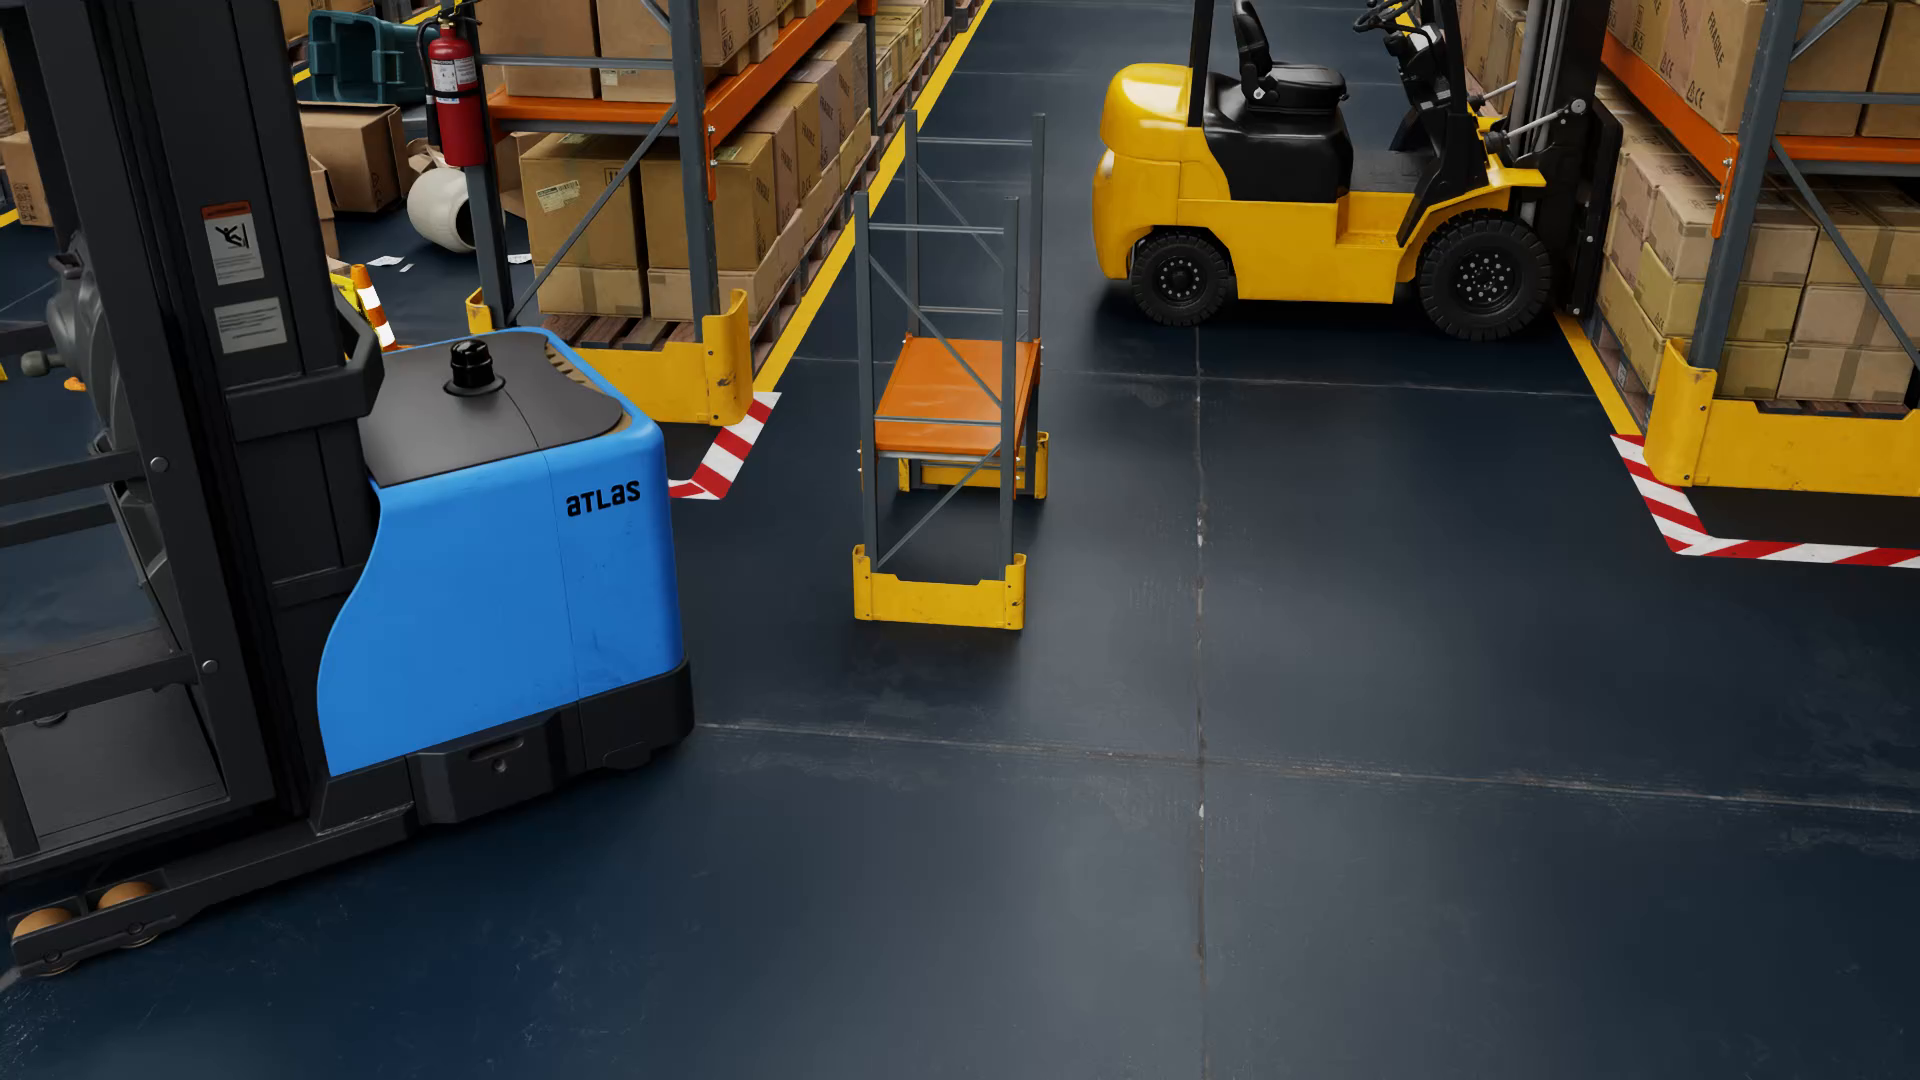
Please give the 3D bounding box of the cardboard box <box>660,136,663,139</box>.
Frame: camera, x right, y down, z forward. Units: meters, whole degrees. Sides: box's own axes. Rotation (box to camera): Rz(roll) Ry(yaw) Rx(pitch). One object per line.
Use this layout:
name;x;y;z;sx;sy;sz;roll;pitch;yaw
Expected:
cardboard box;-1.622;-1.829;8.148;0.500;0.500;0.500;4;29;8

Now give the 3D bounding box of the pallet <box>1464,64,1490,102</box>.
pallet;4.093;-3.180;11.930;1.003;0.211;1.213;3;28;6

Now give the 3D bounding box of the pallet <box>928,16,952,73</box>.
pallet;-0.639;-4.057;13.557;1.003;0.211;1.213;3;28;6

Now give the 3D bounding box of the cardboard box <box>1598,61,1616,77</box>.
cardboard box;3.451;-2.447;9.032;0.500;0.250;0.500;3;28;6

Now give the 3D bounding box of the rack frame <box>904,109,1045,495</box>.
rack frame;0.052;-0.859;6.264;0.500;1.500;0.032;3;28;6

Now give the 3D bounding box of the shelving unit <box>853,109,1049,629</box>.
shelving unit;-0.009;-0.624;5.828;0.587;1.500;1.083;3;28;6

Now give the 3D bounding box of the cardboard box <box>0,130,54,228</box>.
cardboard box;-5.129;-2.120;9.655;0.500;0.500;0.500;8;29;15

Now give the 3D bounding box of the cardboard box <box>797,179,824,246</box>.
cardboard box;-1.024;-1.722;8.740;0.500;0.250;0.500;5;29;10

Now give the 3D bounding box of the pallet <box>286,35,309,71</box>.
pallet;-5.790;-3.725;12.942;1.003;0.211;1.213;3;28;6

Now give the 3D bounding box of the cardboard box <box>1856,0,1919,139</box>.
cardboard box;3.741;-1.861;6.436;0.500;0.500;0.500;4;29;8

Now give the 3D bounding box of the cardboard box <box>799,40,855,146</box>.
cardboard box;-0.899;-2.540;9.468;0.500;0.500;0.500;4;29;7

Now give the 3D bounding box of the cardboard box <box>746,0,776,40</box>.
cardboard box;-1.129;-2.512;7.331;0.500;0.500;0.500;4;29;8

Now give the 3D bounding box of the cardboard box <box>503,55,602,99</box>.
cardboard box;-1.689;-1.964;6.998;0.380;0.149;0.250;4;29;8

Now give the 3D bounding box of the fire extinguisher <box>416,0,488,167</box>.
fire extinguisher;-1.994;-1.825;6.557;0.296;0.674;0.183;3;28;6

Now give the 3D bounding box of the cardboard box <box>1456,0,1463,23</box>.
cardboard box;4.295;-4.212;12.967;0.875;0.625;0.625;4;29;8

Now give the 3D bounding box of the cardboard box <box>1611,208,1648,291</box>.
cardboard box;3.226;-1.277;7.387;0.500;0.250;0.500;3;28;6

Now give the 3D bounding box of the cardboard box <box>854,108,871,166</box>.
cardboard box;-0.838;-2.450;10.091;0.500;0.250;0.500;5;29;9

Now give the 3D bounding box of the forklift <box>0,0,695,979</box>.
forklift;-2.327;-0.476;4.043;3.031;2.935;1.130;-17;32;-28

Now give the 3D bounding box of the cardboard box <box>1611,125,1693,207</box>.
cardboard box;3.260;-1.728;7.697;0.500;0.250;0.500;4;29;7

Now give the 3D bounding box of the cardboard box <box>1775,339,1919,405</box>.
cardboard box;3.659;-0.794;7.017;0.500;0.250;0.500;3;29;6

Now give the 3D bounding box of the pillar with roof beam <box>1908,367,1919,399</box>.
pillar with roof beam;0.112;-4.766;5.609;9.100;9.000;0.400;3;28;6

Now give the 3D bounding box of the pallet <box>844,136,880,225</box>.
pallet;-1.079;-2.223;10.154;1.003;0.211;1.213;3;28;6

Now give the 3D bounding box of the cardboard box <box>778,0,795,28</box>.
cardboard box;-1.036;-2.654;8.279;0.380;0.149;0.250;3;28;5

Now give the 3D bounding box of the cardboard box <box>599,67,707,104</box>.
cardboard box;-1.275;-1.924;6.923;0.380;0.149;0.250;3;29;6

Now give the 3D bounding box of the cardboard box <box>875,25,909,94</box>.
cardboard box;-0.886;-3.383;11.694;0.950;0.372;0.625;5;29;9

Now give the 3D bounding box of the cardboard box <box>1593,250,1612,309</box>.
cardboard box;3.289;-1.282;7.923;0.500;0.250;0.500;4;29;7

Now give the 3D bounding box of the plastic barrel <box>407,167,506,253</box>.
plastic barrel;-2.772;-1.812;9.168;0.421;0.421;0.512;-24;36;-37

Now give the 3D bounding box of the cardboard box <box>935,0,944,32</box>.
cardboard box;-0.621;-4.415;13.610;0.950;0.372;0.625;1;28;3

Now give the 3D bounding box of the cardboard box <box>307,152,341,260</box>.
cardboard box;-3.820;-1.761;8.989;0.797;0.503;0.637;-17;33;-29

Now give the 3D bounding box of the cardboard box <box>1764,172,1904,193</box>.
cardboard box;3.709;-1.465;7.208;0.500;0.250;0.500;3;28;6

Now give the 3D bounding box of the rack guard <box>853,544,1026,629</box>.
rack guard;-0.070;0.160;5.689;0.587;0.250;0.087;3;28;6

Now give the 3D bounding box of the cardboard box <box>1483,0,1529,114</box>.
cardboard box;4.050;-3.233;11.149;0.875;0.625;0.625;3;28;6

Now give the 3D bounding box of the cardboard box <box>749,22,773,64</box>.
cardboard box;-1.069;-2.280;7.585;0.380;0.149;0.250;4;29;7

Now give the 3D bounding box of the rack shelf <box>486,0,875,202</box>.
rack shelf;-1.277;-2.511;8.507;1.077;0.370;4.000;3;28;6

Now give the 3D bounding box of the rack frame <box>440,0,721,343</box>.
rack frame;-1.522;-1.886;6.589;1.000;3.000;0.127;3;28;6

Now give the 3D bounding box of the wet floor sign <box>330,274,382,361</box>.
wet floor sign;-2.607;-0.823;7.097;0.267;0.644;0.232;14;31;24

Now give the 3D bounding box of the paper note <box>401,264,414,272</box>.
paper note;-2.981;-1.468;8.964;0.032;0.001;0.123;3;28;6

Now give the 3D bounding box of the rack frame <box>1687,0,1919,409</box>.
rack frame;3.405;-1.600;6.057;1.000;3.000;0.127;3;28;6

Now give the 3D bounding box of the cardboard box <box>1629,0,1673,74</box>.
cardboard box;3.340;-2.375;7.391;0.500;0.500;0.500;3;28;5

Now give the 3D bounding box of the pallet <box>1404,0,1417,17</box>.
pallet;4.666;-5.060;15.419;1.003;0.211;1.213;3;28;6

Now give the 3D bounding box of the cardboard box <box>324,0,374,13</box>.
cardboard box;-5.631;-4.805;13.936;1.050;0.750;0.750;3;28;6

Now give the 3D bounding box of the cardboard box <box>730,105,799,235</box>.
cardboard box;-1.087;-1.812;8.117;0.500;0.500;0.500;2;28;4

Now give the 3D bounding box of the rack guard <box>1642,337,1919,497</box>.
rack guard;3.402;-0.488;6.628;1.175;0.500;0.348;3;28;6

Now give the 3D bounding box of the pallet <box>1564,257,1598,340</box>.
pallet;3.609;-1.307;8.454;1.003;0.211;1.213;3;28;6
